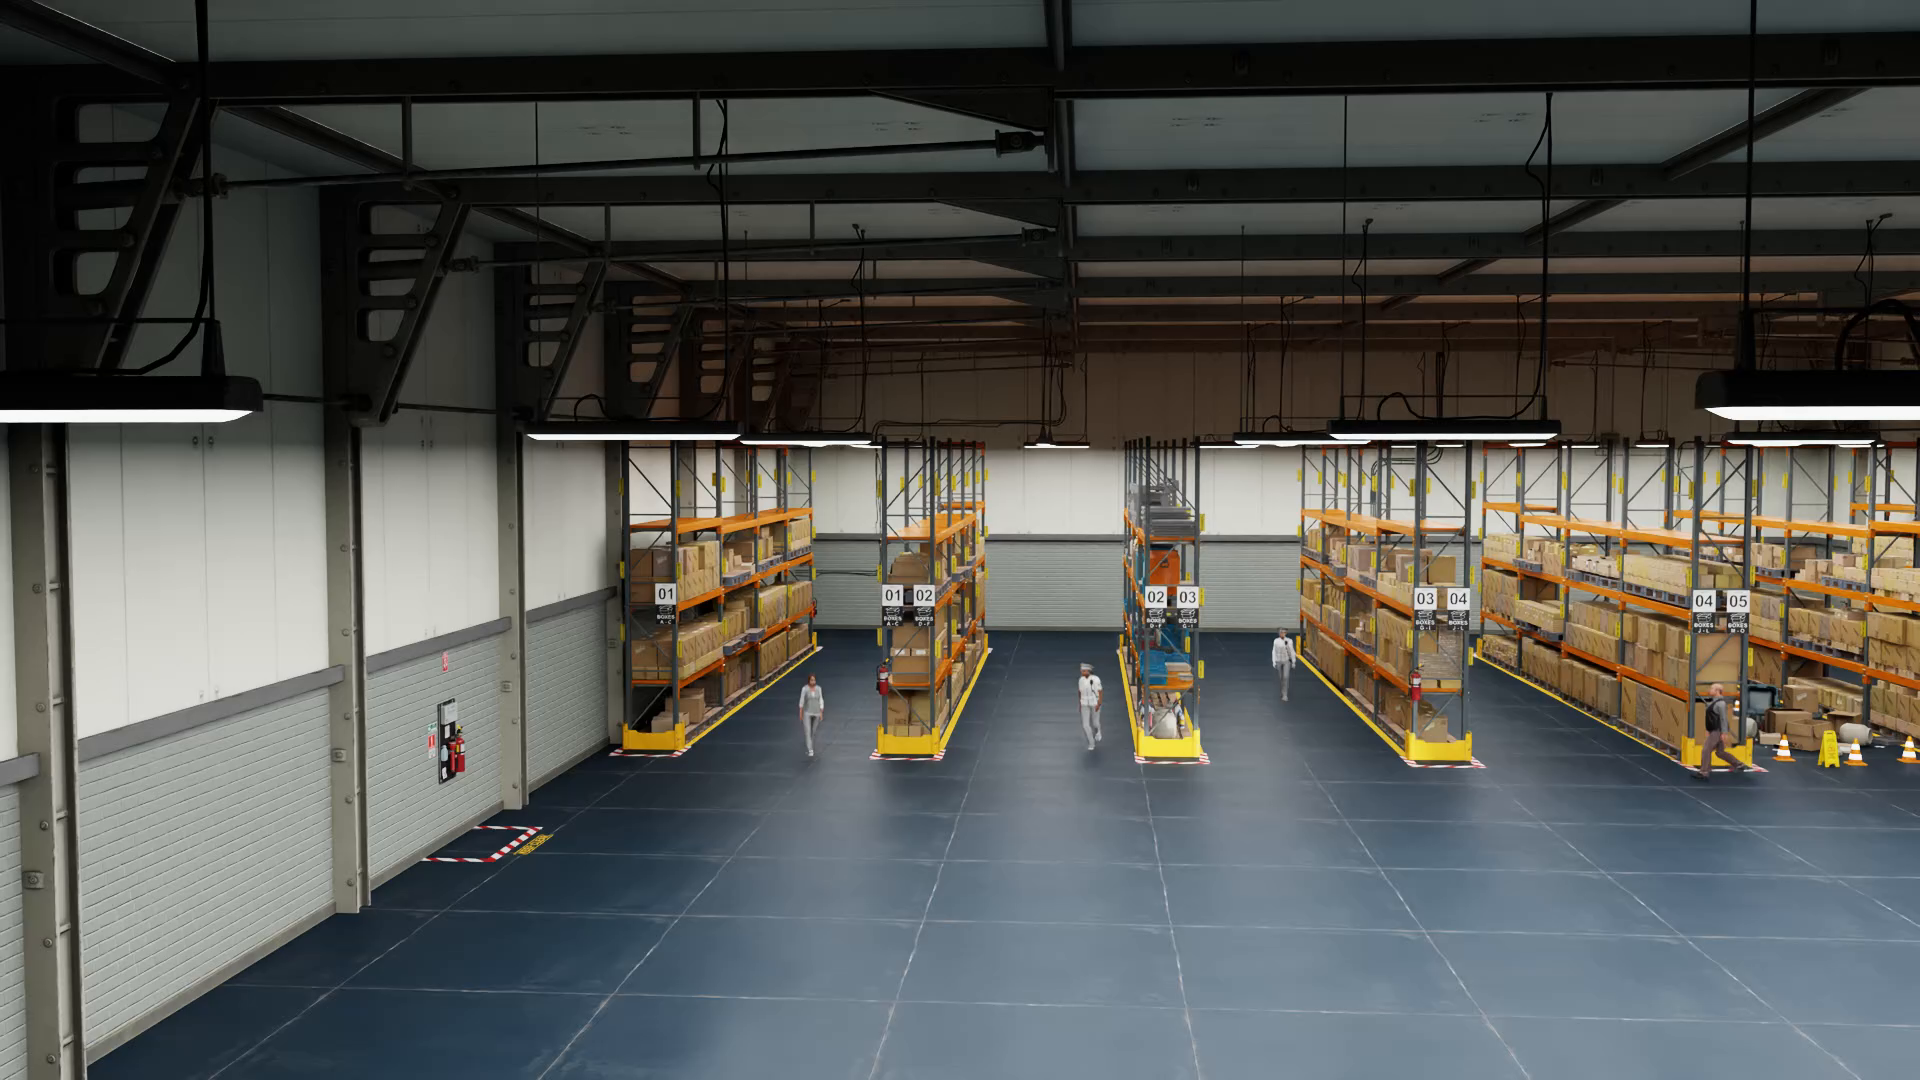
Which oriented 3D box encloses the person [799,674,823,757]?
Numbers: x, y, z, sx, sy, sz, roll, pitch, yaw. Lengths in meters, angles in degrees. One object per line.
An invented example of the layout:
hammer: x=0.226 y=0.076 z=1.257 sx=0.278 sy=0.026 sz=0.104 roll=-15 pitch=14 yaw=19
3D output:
person: x=-2.775 y=3.267 z=31.088 sx=0.463 sy=1.540 sz=0.980 roll=-2 pitch=3 yaw=-29

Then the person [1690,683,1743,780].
person: x=13.168 y=3.326 z=28.882 sx=0.955 sy=1.691 sz=0.539 roll=0 pitch=3 yaw=5

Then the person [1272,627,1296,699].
person: x=7.448 y=2.829 z=38.408 sx=0.533 sy=1.631 sz=0.887 roll=2 pitch=4 yaw=35

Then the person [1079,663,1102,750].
person: x=2.520 y=3.190 z=32.097 sx=0.501 sy=1.653 sz=0.556 roll=1 pitch=3 yaw=23
